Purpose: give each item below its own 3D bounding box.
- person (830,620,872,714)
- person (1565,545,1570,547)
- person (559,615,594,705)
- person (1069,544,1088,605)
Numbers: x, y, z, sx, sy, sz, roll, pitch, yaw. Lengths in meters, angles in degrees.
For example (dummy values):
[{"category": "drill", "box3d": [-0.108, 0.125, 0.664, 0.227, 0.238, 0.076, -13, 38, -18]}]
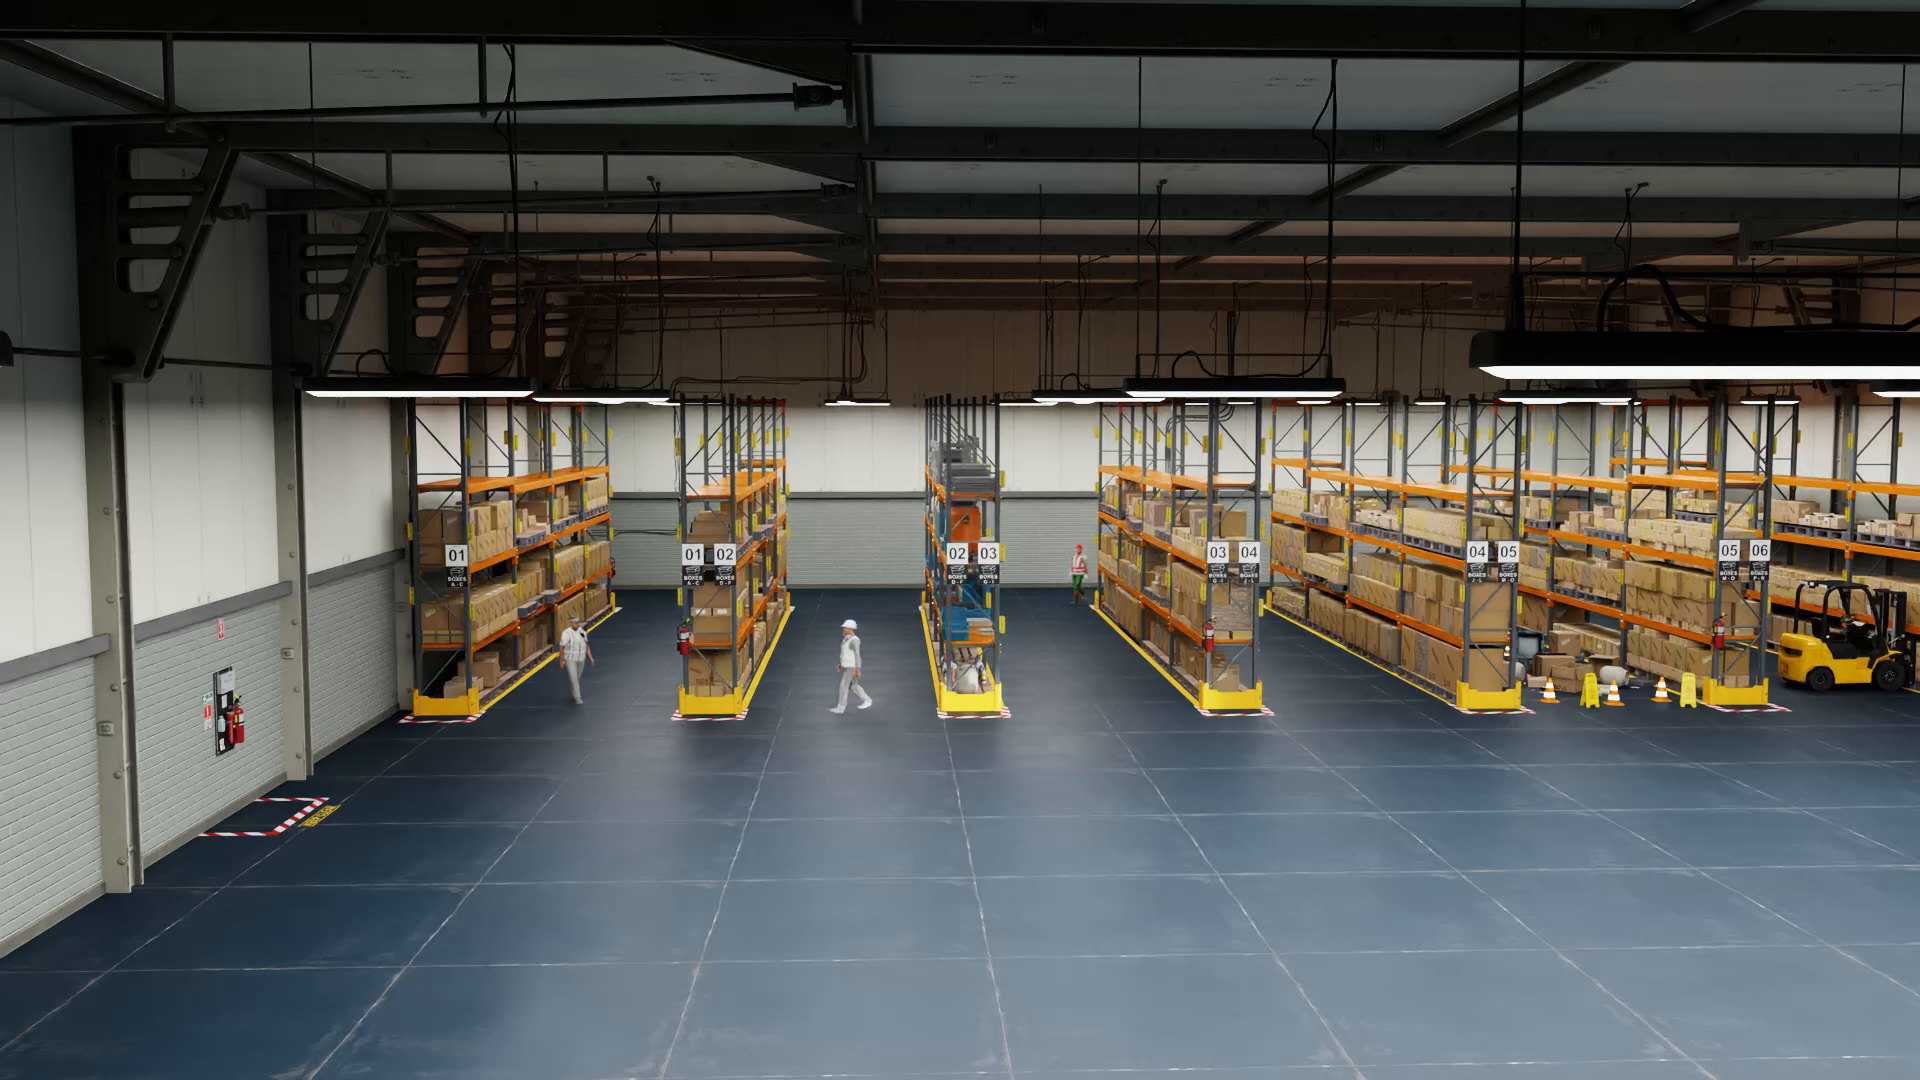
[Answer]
[{"category": "person", "box3d": [-2.078, 2.379, 31.403, 0.892, 1.750, 0.544, -2, 5, -19]}, {"category": "person", "box3d": [18.352, 0.941, 50.127, 0.916, 1.622, 0.504, -1, 5, -9]}, {"category": "person", "box3d": [-7.482, 2.290, 32.347, 0.615, 1.700, 1.125, -3, 6, -36]}, {"category": "person", "box3d": [3.488, 0.996, 48.593, 0.905, 1.759, 0.526, -4, 6, -42]}]
